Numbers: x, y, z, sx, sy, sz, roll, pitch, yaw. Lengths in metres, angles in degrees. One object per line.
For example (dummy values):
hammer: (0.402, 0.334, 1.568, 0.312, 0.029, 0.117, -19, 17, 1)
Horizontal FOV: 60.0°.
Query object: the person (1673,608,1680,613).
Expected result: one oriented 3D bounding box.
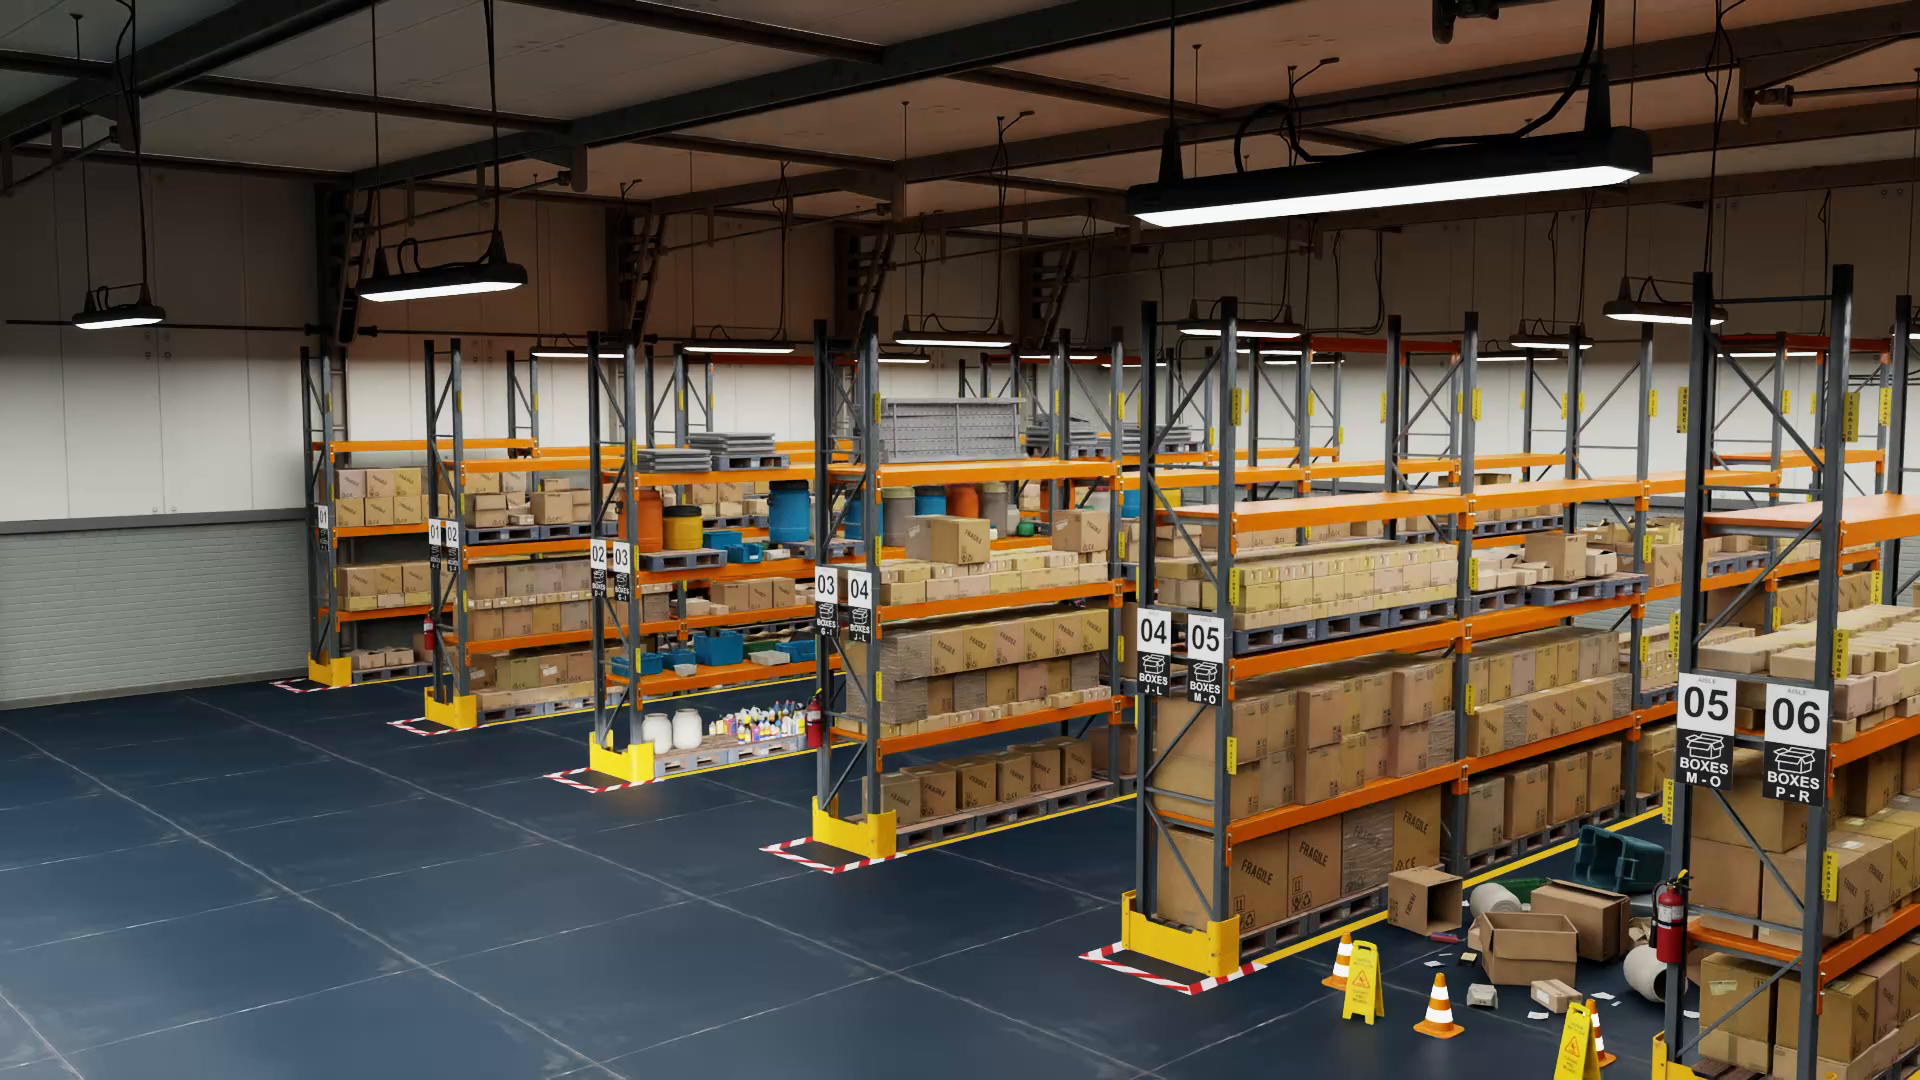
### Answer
person: (11.426, 1.933, 26.362, 0.510, 1.773, 0.557, -4, 6, -35)
